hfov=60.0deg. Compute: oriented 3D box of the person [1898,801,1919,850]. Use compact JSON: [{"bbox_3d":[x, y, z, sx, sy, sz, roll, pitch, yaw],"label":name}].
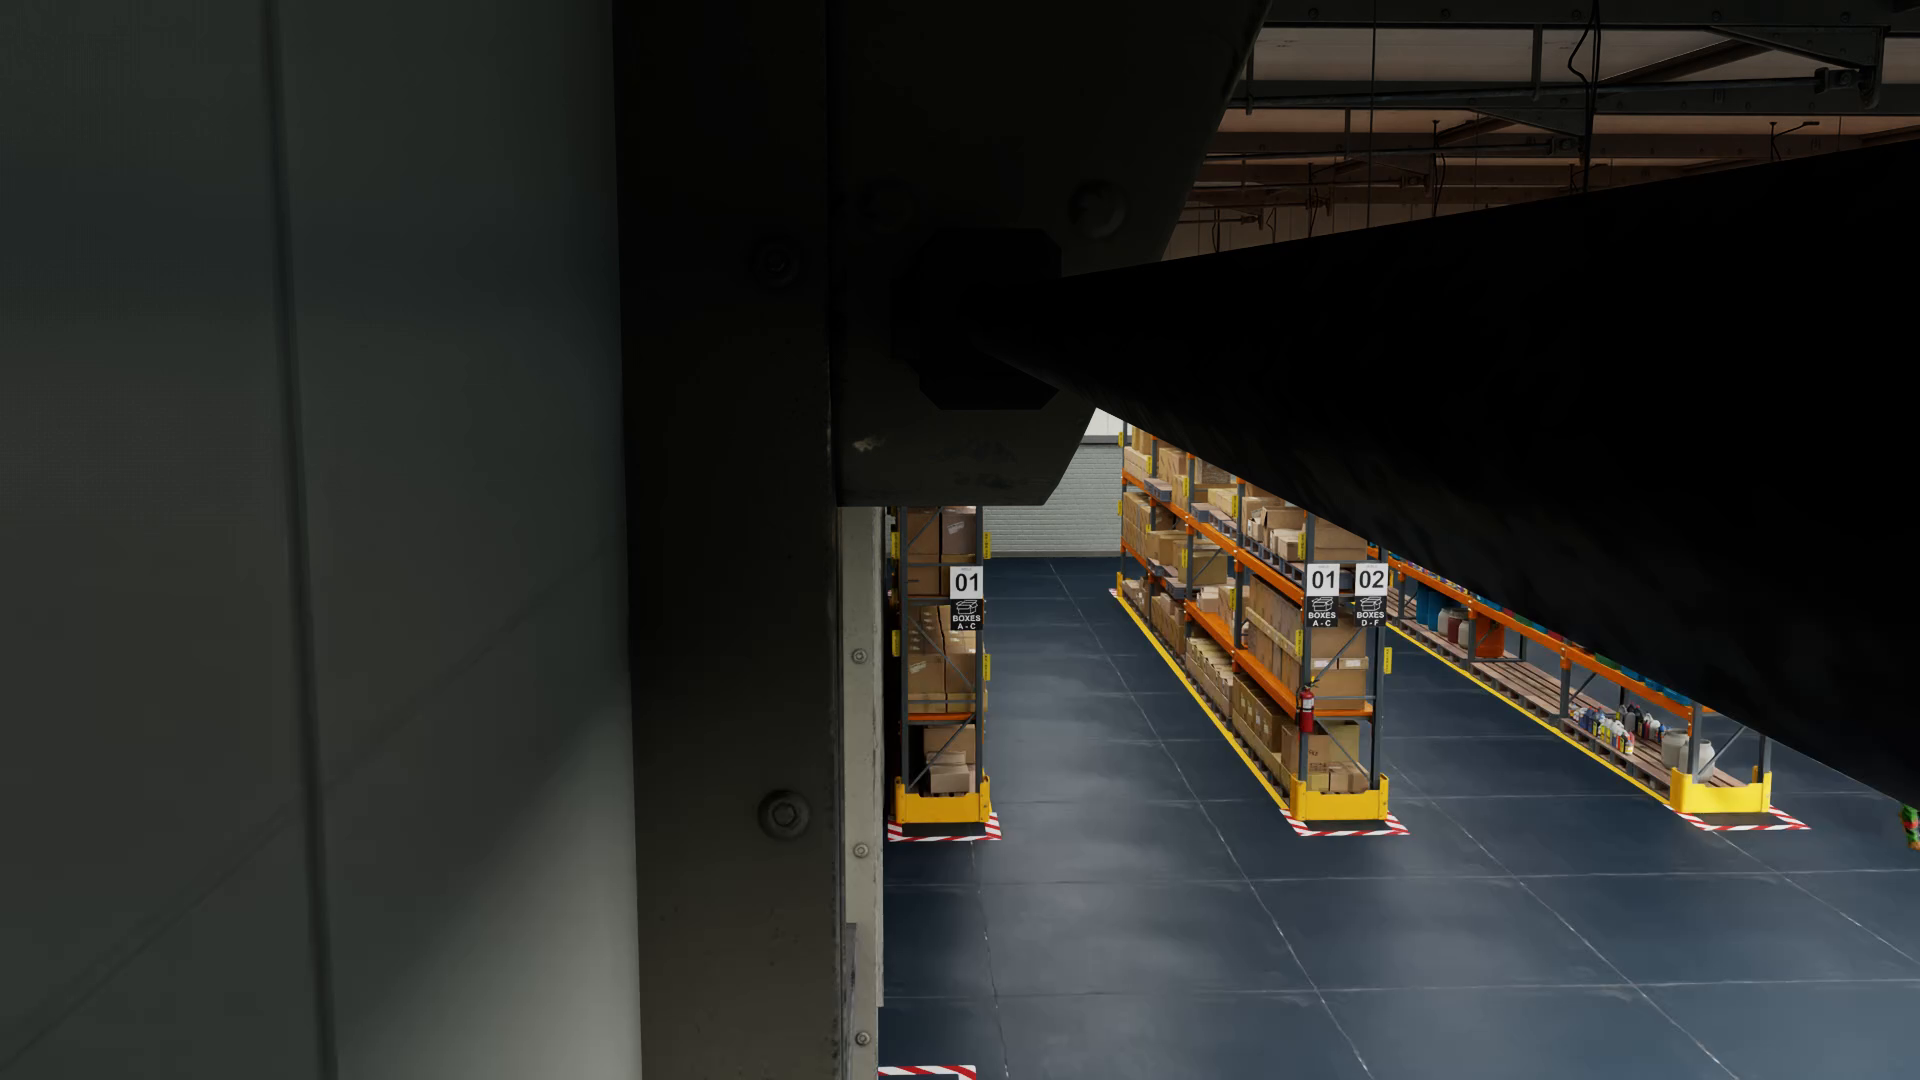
[{"bbox_3d":[11.208,2.747,19.654,0.592,1.698,0.796,2,8,12],"label":"person"}]
